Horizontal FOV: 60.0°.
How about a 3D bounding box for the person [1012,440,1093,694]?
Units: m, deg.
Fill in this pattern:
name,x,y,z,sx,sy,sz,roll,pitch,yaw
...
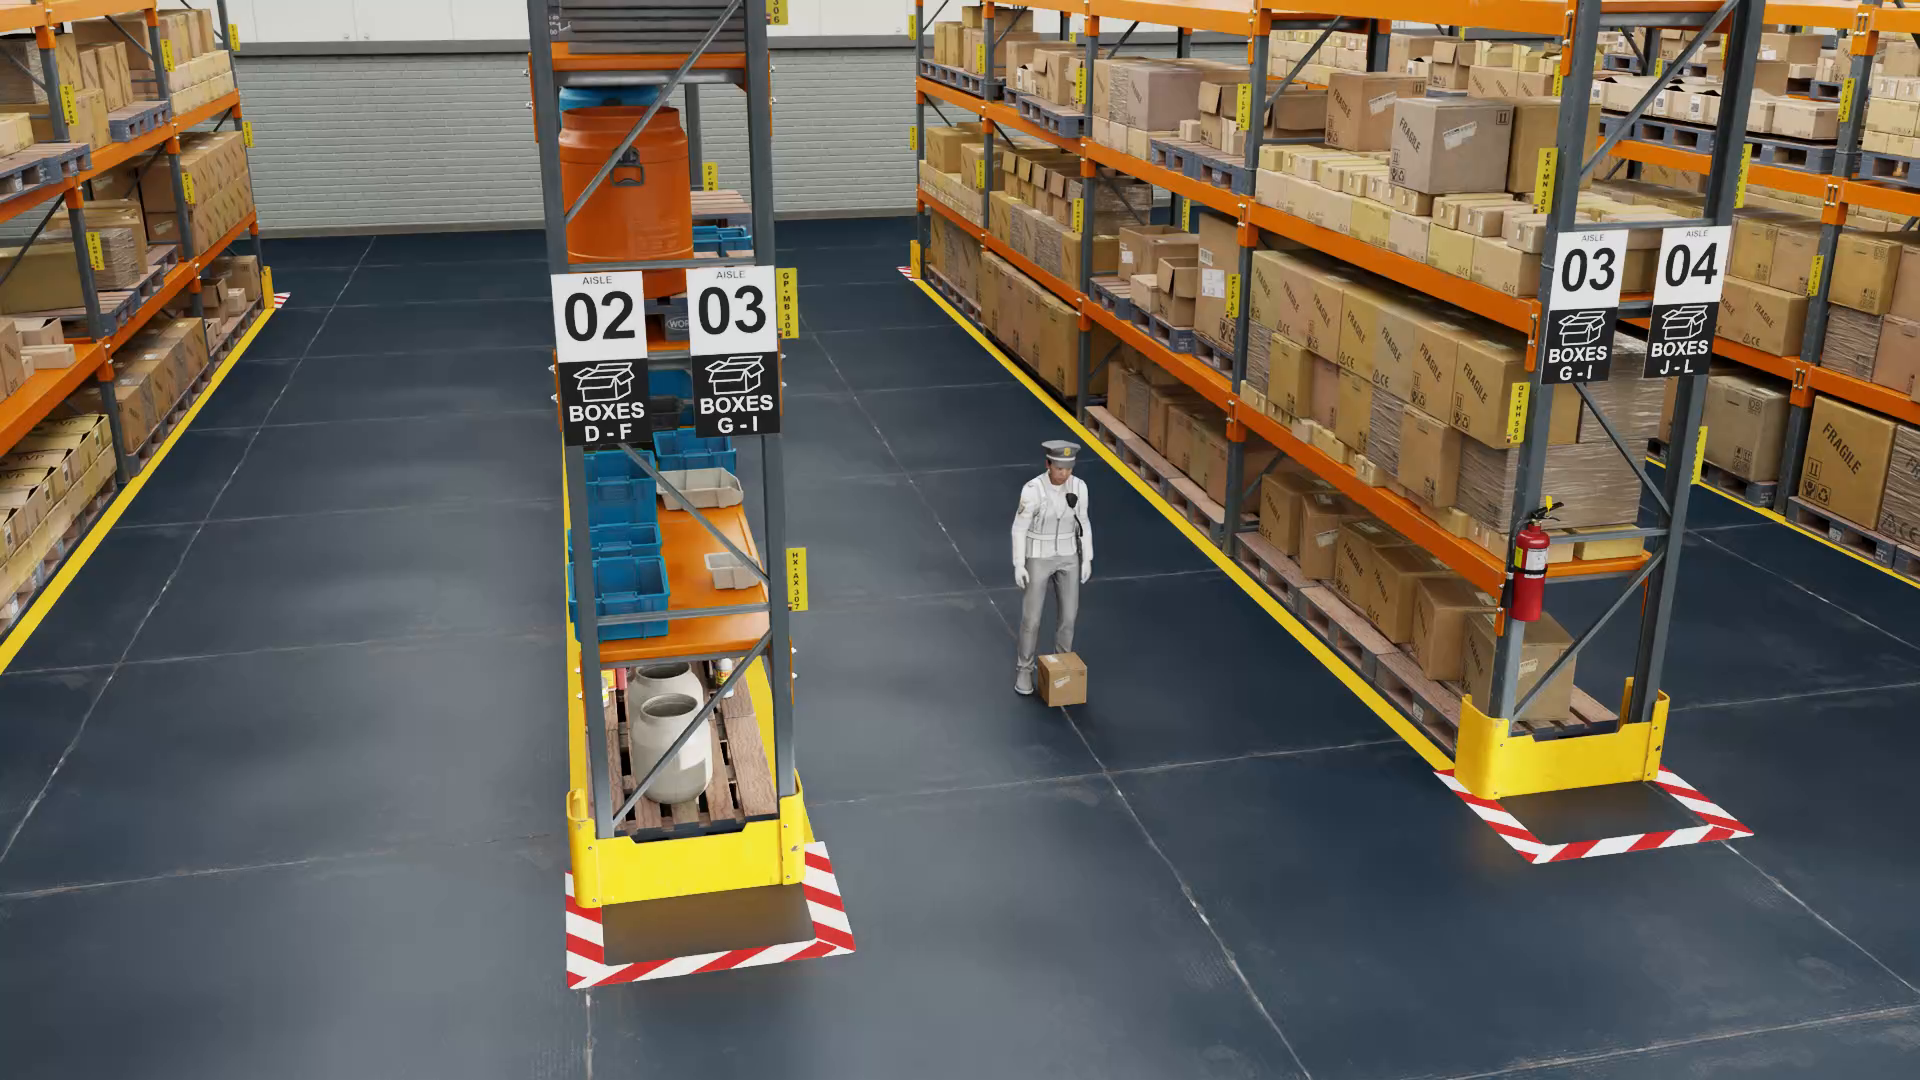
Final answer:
name,x,y,z,sx,sy,sz,roll,pitch,yaw
person,0.594,0.152,10.642,0.535,1.663,0.379,-5,20,-13
